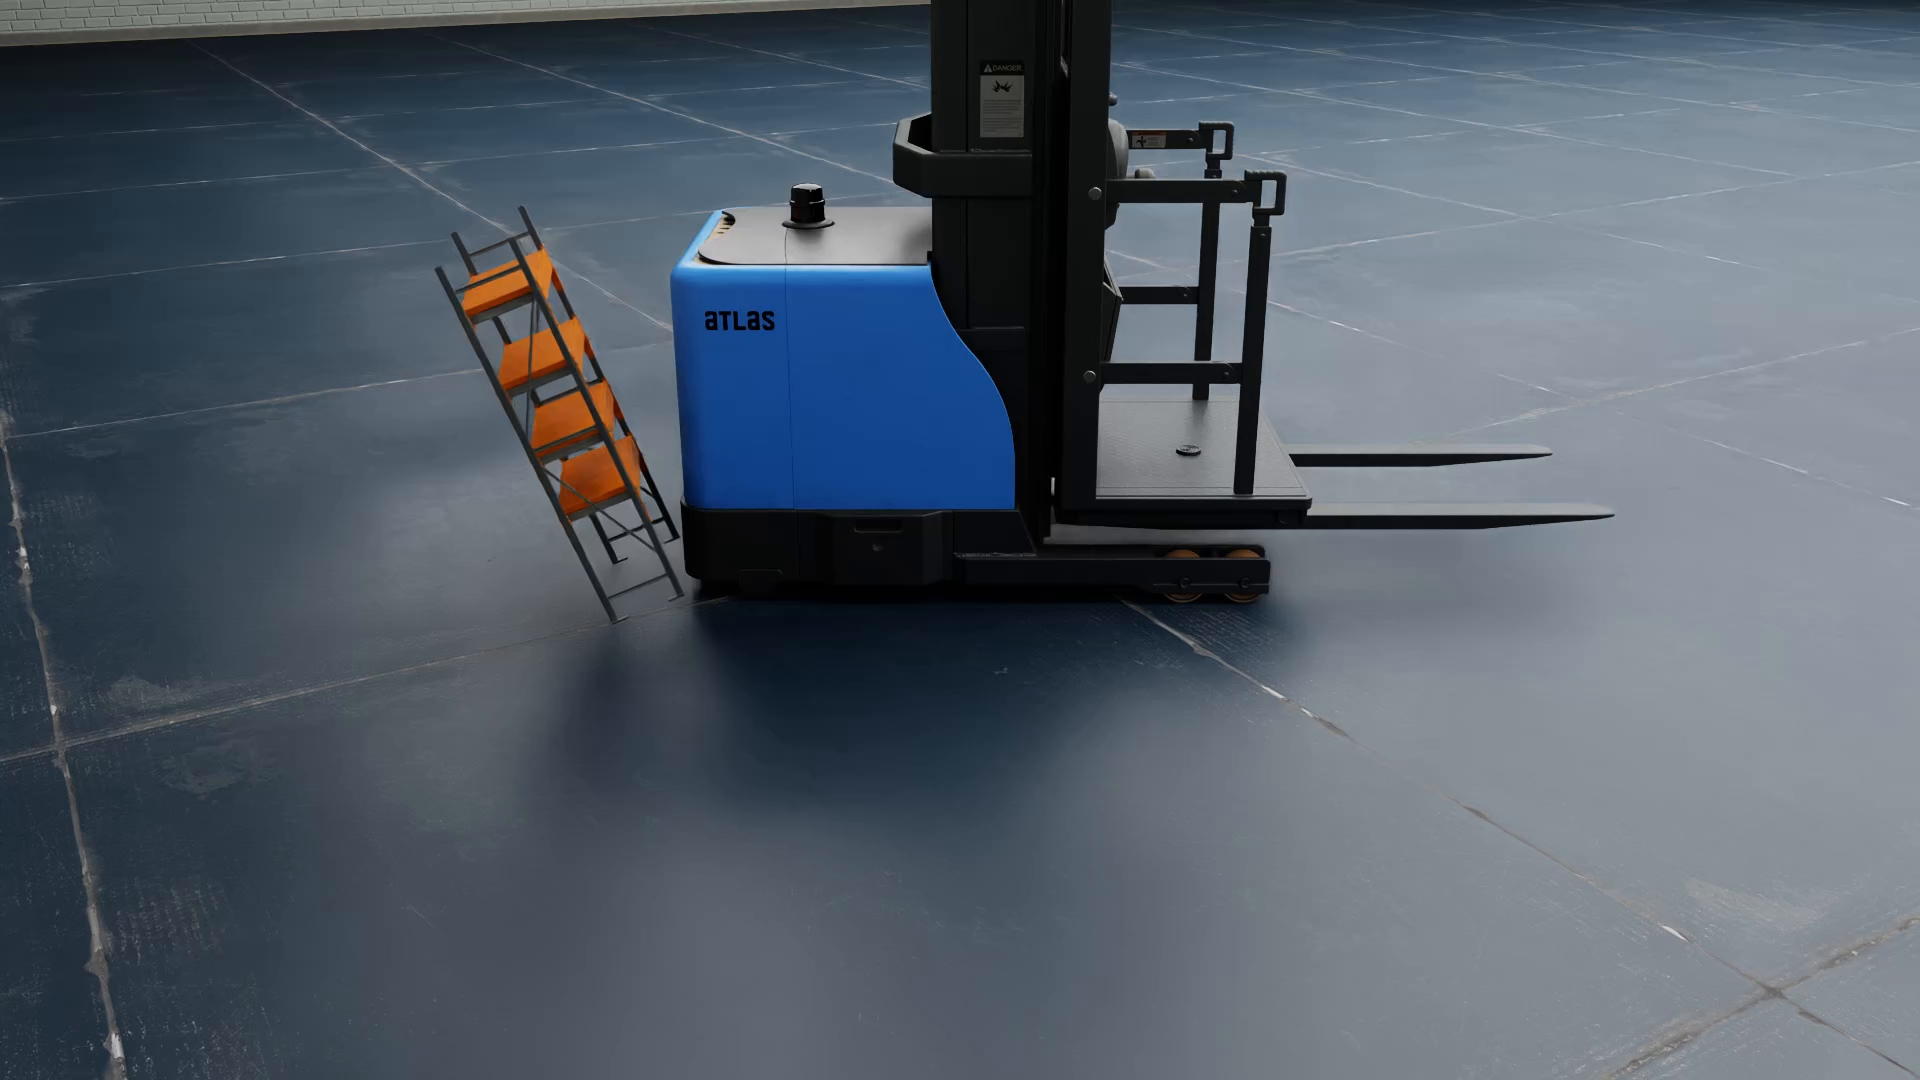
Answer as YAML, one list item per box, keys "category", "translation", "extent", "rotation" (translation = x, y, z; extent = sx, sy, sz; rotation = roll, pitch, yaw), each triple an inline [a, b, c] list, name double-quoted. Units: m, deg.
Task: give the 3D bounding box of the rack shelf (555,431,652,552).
- category: "rack shelf"
  translation: [-1.121, -0.159, 5.240]
  extent: [0.258, 0.148, 0.480]
  rotation: [-22, 24, -2]

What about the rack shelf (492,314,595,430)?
- category: "rack shelf"
  translation: [-1.260, -0.518, 5.067]
  extent: [0.258, 0.148, 0.480]
  rotation: [-22, 24, -2]

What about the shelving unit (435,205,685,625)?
- category: "shelving unit"
  translation: [-1.208, -0.385, 5.131]
  extent: [0.258, 1.200, 0.503]
  rotation: [-22, 24, -2]

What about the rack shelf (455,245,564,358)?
- category: "rack shelf"
  translation: [-1.338, -0.720, 4.970]
  extent: [0.258, 0.148, 0.480]
  rotation: [-22, 24, -2]

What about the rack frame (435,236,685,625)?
- category: "rack frame"
  translation: [-1.163, -0.296, 4.908]
  extent: [0.240, 1.200, 0.015]
  rotation: [-22, 24, -2]

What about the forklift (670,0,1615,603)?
- category: "forklift"
  translation: [0.623, -1.358, 5.261]
  extent: [3.031, 2.935, 1.130]
  rotation: [0, 22, 0]

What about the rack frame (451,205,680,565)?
- category: "rack frame"
  translation: [-1.254, -0.475, 5.353]
  extent: [0.240, 1.200, 0.015]
  rotation: [-22, 24, -2]

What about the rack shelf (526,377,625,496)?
- category: "rack shelf"
  translation: [-1.186, -0.328, 5.158]
  extent: [0.258, 0.148, 0.480]
  rotation: [-22, 24, -2]
